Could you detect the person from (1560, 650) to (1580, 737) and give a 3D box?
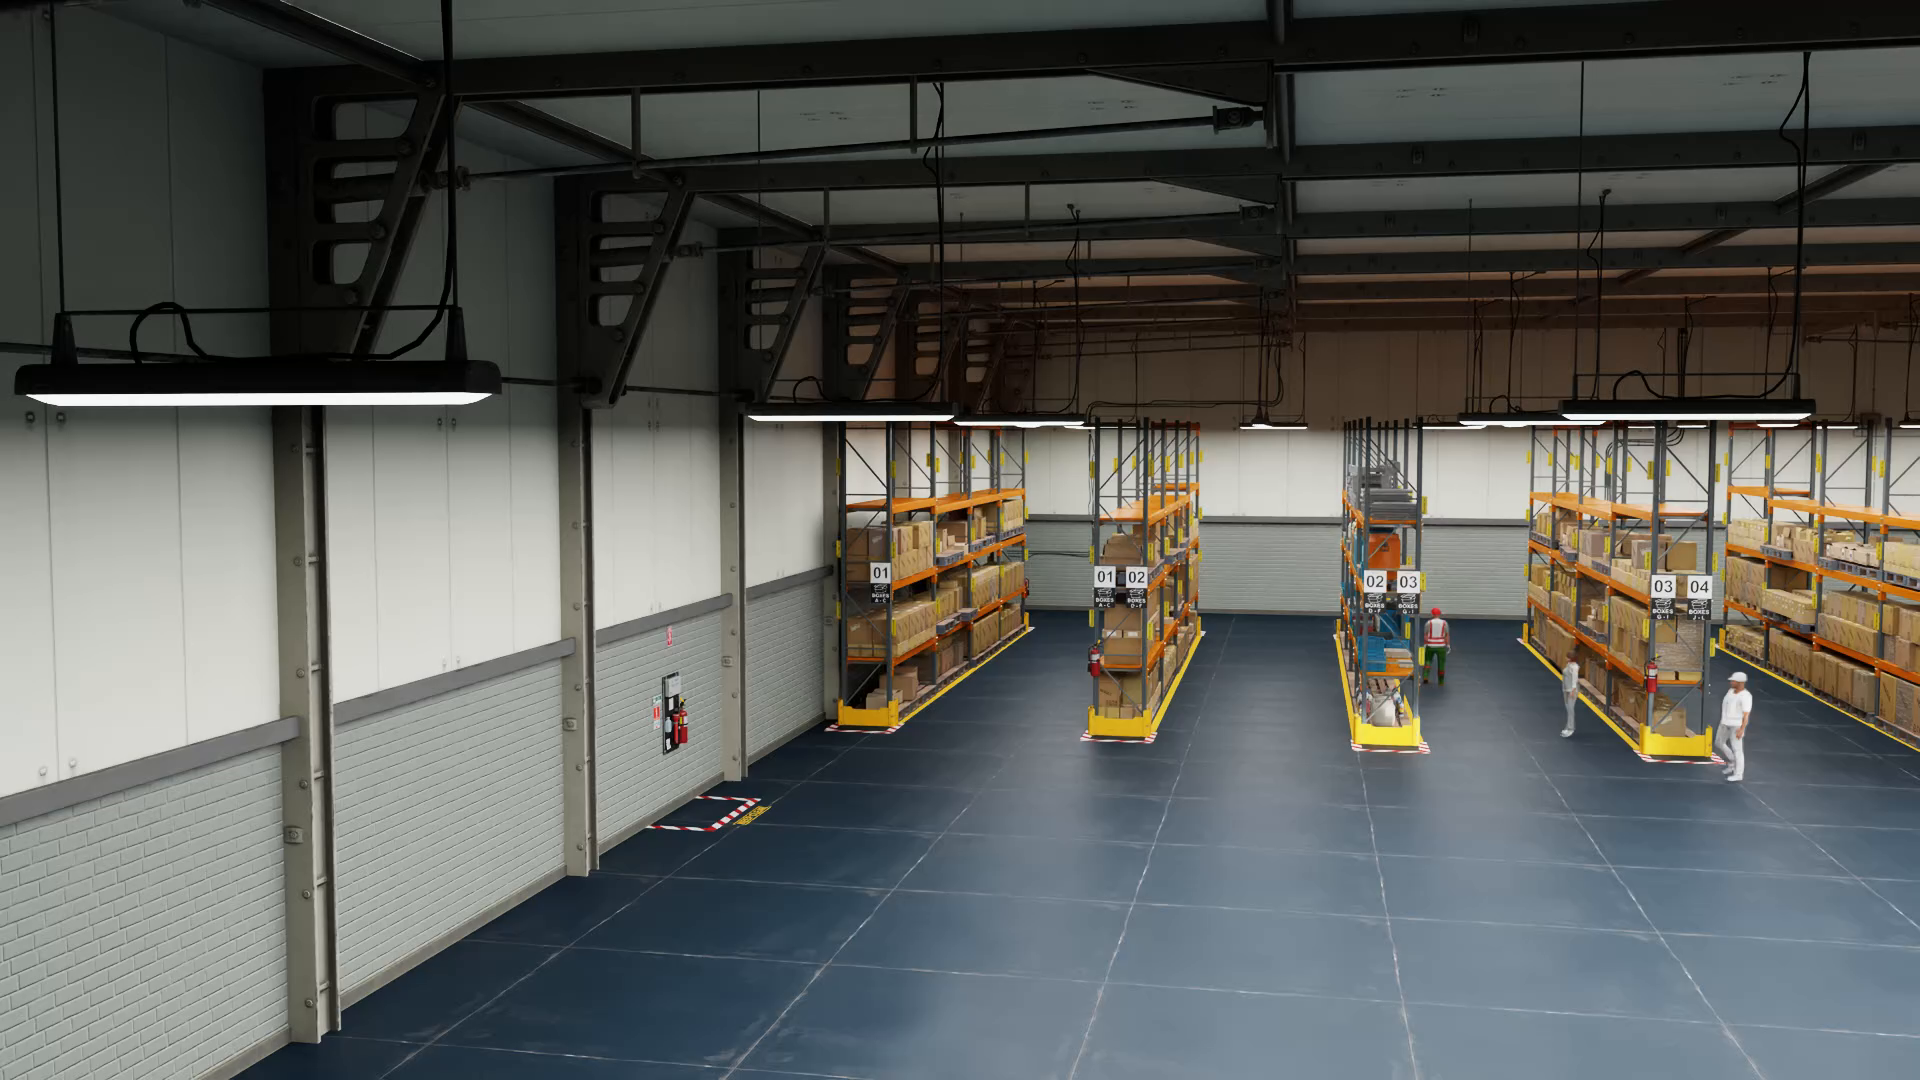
[{"bbox_3d":[11.491,2.884,31.454,0.472,1.607,0.452,-1,4,-11],"label":"person"}]

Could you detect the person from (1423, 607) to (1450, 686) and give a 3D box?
[{"bbox_3d":[10.773,2.398,37.544,0.586,1.794,0.516,2,4,22],"label":"person"}]

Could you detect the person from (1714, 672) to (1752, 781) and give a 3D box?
[{"bbox_3d":[12.756,3.050,27.428,0.502,1.764,0.661,-1,4,-16],"label":"person"}]
